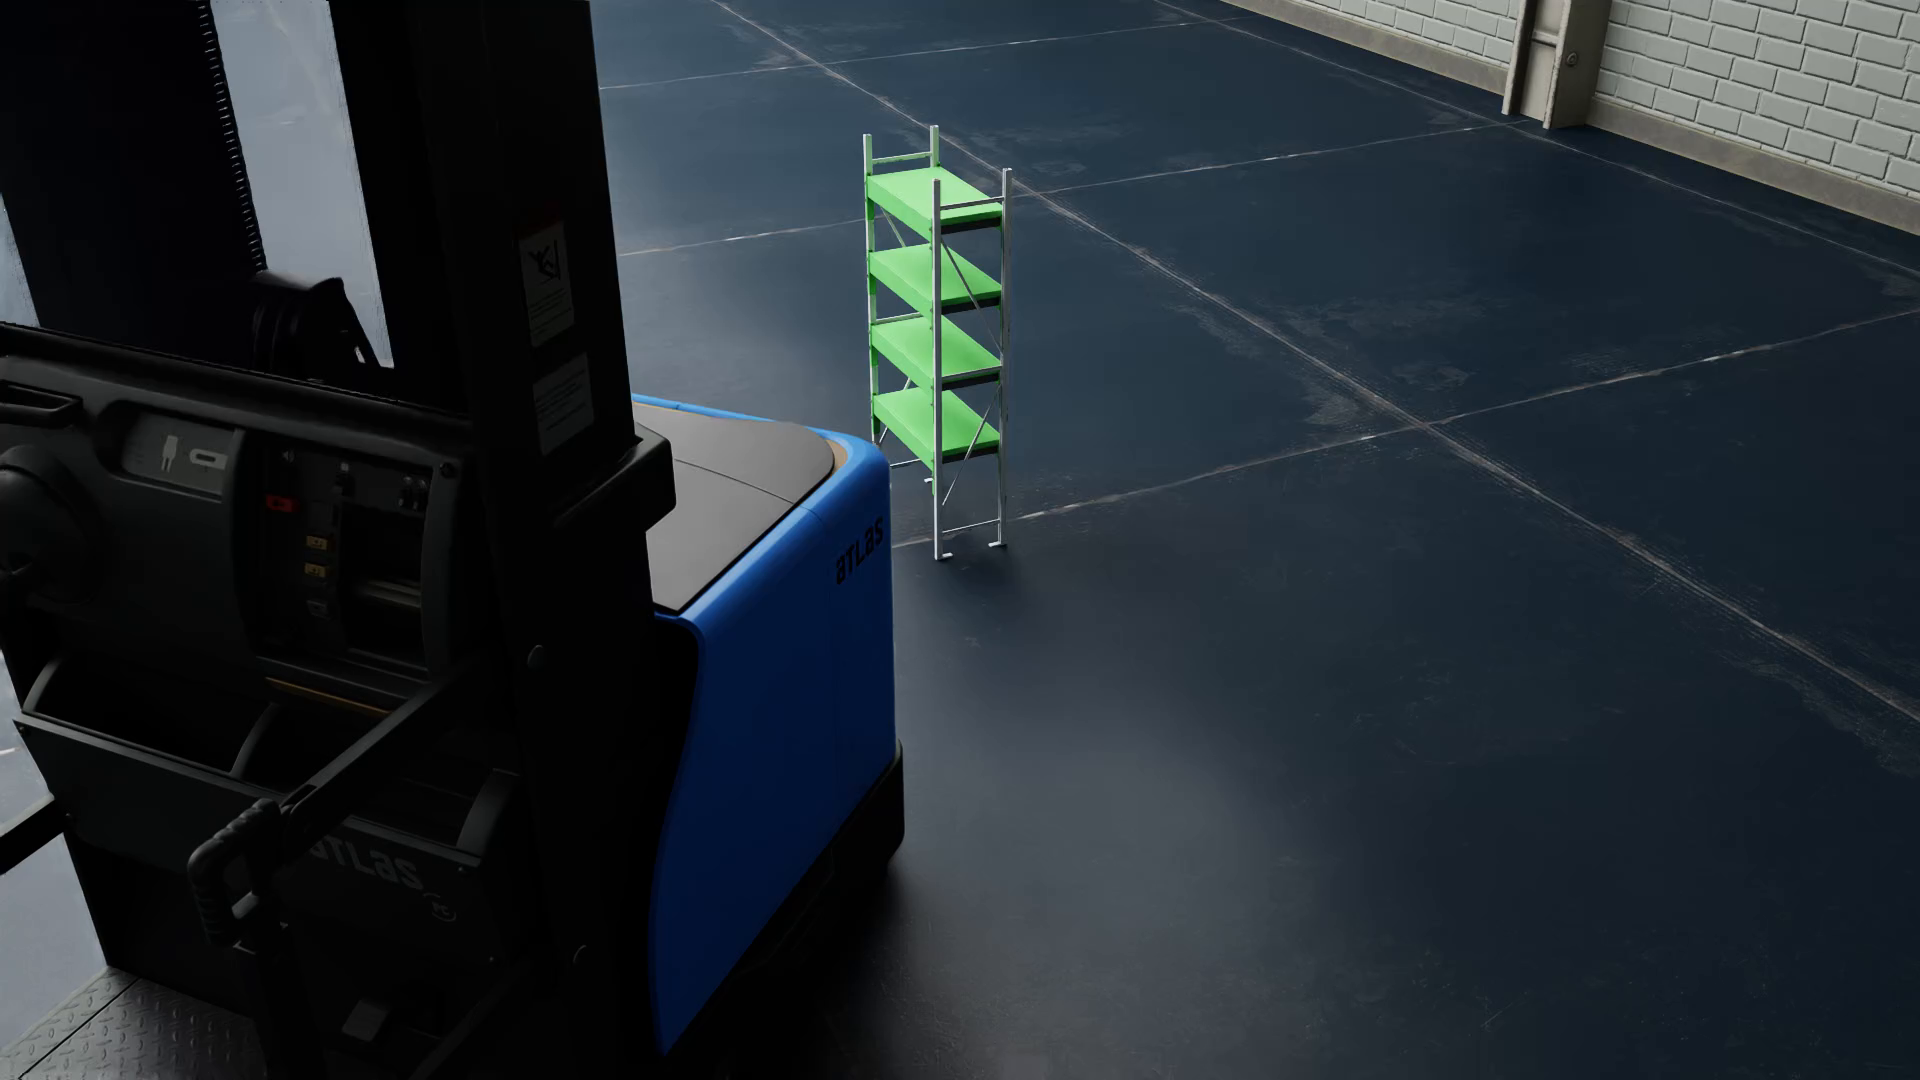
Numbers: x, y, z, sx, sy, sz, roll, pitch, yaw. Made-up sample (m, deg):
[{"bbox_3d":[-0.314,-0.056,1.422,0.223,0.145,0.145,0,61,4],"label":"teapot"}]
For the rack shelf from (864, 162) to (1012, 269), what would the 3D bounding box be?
[{"bbox_3d":[-0.071,-0.959,4.883,0.258,0.148,0.480,-13,32,-22],"label":"rack shelf"}]

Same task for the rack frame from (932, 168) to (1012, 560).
[{"bbox_3d":[0.034,-0.489,4.895,0.240,1.200,0.015,-13,32,-22],"label":"rack frame"}]

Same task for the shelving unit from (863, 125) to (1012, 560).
[{"bbox_3d":[-0.071,-0.596,5.087,0.258,1.200,0.503,-13,32,-22],"label":"shelving unit"}]

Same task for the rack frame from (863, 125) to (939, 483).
[{"bbox_3d":[-0.176,-0.704,5.279,0.240,1.200,0.015,-13,32,-22],"label":"rack frame"}]

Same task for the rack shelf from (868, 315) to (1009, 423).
[{"bbox_3d":[-0.071,-0.541,5.118,0.258,0.148,0.480,-13,32,-22],"label":"rack shelf"}]

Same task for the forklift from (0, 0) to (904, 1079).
[{"bbox_3d":[-1.176,0.021,2.216,1.130,2.935,3.031,12,31,20],"label":"forklift"}]

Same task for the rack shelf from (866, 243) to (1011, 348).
[{"bbox_3d":[-0.071,-0.750,5.001,0.258,0.148,0.480,-13,32,-22],"label":"rack shelf"}]

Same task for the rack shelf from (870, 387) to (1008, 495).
[{"bbox_3d":[-0.071,-0.331,5.236,0.258,0.148,0.480,-13,32,-22],"label":"rack shelf"}]

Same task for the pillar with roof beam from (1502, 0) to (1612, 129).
[{"bbox_3d":[-0.511,-5.458,5.784,9.100,9.000,0.400,-13,32,-22],"label":"pillar with roof beam"}]
